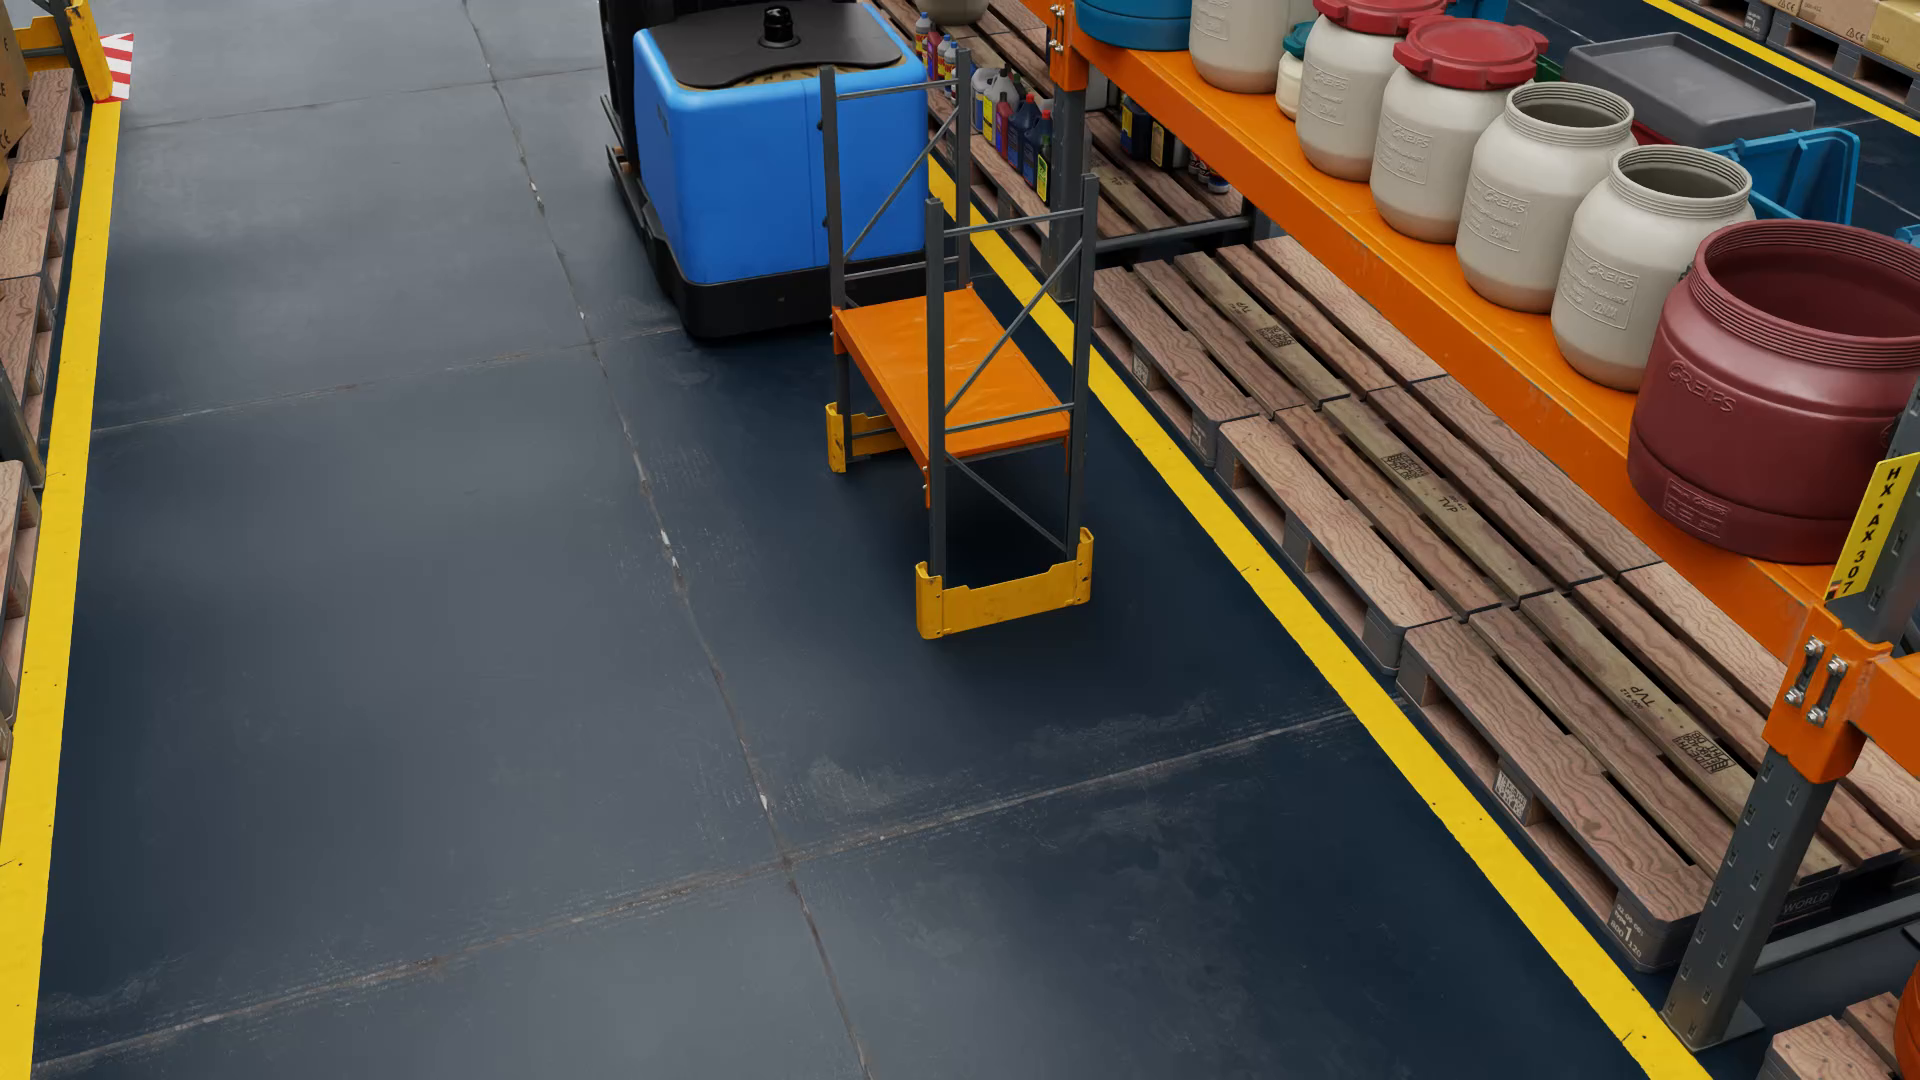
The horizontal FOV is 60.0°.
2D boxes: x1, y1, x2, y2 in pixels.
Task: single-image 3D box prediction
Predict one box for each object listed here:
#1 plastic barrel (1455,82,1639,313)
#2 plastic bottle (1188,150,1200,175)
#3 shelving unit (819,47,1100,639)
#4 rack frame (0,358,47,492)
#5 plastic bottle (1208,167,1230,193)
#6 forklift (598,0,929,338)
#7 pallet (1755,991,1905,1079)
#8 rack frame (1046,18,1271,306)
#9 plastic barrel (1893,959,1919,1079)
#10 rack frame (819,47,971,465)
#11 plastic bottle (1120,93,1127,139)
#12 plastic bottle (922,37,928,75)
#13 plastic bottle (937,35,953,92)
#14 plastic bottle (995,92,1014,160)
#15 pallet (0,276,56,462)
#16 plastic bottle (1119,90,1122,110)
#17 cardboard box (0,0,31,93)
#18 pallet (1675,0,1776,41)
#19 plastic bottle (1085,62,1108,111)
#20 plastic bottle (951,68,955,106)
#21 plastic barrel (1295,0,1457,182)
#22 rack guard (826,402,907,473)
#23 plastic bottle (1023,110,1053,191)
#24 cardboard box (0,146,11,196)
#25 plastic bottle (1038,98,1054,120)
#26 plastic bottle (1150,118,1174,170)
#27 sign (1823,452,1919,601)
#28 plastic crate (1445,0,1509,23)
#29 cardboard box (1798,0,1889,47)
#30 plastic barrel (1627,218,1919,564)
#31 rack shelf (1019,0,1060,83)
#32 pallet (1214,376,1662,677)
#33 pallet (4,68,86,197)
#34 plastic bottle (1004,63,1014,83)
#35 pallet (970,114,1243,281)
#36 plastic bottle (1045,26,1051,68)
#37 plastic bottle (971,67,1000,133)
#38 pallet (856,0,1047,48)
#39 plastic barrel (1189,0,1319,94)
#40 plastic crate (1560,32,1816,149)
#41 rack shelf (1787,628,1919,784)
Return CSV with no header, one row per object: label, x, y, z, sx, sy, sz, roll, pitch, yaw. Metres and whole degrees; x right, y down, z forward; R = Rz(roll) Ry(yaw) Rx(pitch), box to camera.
plastic barrel,1.540,-0.894,4.350,0.421,0.512,0.421,0,37,0
plastic bottle,1.095,-1.777,7.577,0.097,0.201,0.097,0,37,0
shelving unit,-0.026,-0.642,5.356,0.587,1.500,1.083,-12,39,-16
rack frame,-3.787,-1.308,4.994,1.000,3.000,0.127,-12,39,-16
plastic bottle,1.165,-1.690,7.403,0.097,0.271,0.097,0,37,0
forklift,-1.069,-2.874,7.129,1.130,2.935,3.031,-12,39,-15
pallet,2.550,1.477,3.614,1.003,0.211,1.213,-12,39,-16
rack frame,0.863,-2.334,6.355,1.000,3.000,0.127,-12,39,-16
plastic barrel,2.424,0.898,3.520,0.600,0.830,0.708,-12,39,-16
rack frame,-0.204,-0.934,5.744,0.500,1.500,0.032,-12,39,-16
plastic bottle,0.812,-2.018,7.839,0.097,0.271,0.097,0,37,0
plastic bottle,-0.147,-2.504,8.541,0.097,0.201,0.097,0,37,0
plastic bottle,-0.064,-2.397,8.341,0.097,0.271,0.097,0,37,0
plastic bottle,0.210,-1.920,7.698,0.061,0.283,0.133,-10,38,-13
pallet,-4.052,-0.566,6.327,1.003,0.211,1.213,-12,39,-16
plastic bottle,0.834,-2.205,8.144,0.097,0.201,0.097,0,37,0
cardboard box,-4.965,-2.381,8.146,0.500,0.500,0.500,-6,37,-7
pallet,4.857,-3.392,10.077,1.003,0.211,1.213,-12,39,-16
plastic bottle,0.633,-2.265,8.162,0.152,0.276,0.135,-12,39,-16
plastic bottle,0.004,-2.256,8.213,0.097,0.201,0.097,0,37,0
plastic barrel,1.239,-1.388,4.986,0.433,0.535,0.433,0,37,0
rack guard,-0.198,-0.424,6.105,0.587,0.250,0.087,-12,39,-16
plastic bottle,0.371,-1.755,7.423,0.144,0.351,0.185,-13,39,-17
cardboard box,-4.529,-1.693,7.233,0.500,0.500,0.500,-9,38,-12
plastic bottle,0.435,-1.879,7.649,0.152,0.276,0.135,-12,39,-16
plastic bottle,0.928,-1.850,7.605,0.061,0.283,0.133,-12,39,-16
sign,1.725,-0.021,3.150,0.100,0.325,0.005,-12,39,-16
plastic crate,1.535,-1.769,5.618,0.392,0.384,0.575,-12,39,-16
cardboard box,4.988,-2.928,9.080,0.500,0.250,0.500,-12,39,-16
plastic barrel,1.795,-0.328,3.579,0.600,0.536,0.708,-12,39,-16
rack shelf,0.175,-3.176,8.071,1.077,0.370,4.000,-12,39,-16
pallet,1.593,-0.094,5.699,1.003,0.211,1.213,-12,39,-16
pallet,-4.891,-1.945,8.157,1.003,0.211,1.213,-12,39,-16
plastic bottle,0.241,-2.134,7.983,0.061,0.283,0.133,-12,39,-16
pallet,0.671,-1.608,7.709,1.003,0.211,1.213,-12,39,-16
plastic bottle,0.491,-2.567,8.557,0.061,0.283,0.133,-12,39,-16
plastic bottle,0.141,-2.109,7.955,0.152,0.276,0.135,-12,39,-15
pallet,-0.169,-2.986,9.539,1.003,0.211,1.213,-12,39,-16
plastic barrel,0.986,-1.802,5.536,0.433,0.535,0.433,0,37,0
plastic crate,1.971,-1.076,4.632,0.402,0.464,0.583,-12,39,-16
rack shelf,2.928,1.343,2.072,1.077,0.370,4.000,-12,39,-16
